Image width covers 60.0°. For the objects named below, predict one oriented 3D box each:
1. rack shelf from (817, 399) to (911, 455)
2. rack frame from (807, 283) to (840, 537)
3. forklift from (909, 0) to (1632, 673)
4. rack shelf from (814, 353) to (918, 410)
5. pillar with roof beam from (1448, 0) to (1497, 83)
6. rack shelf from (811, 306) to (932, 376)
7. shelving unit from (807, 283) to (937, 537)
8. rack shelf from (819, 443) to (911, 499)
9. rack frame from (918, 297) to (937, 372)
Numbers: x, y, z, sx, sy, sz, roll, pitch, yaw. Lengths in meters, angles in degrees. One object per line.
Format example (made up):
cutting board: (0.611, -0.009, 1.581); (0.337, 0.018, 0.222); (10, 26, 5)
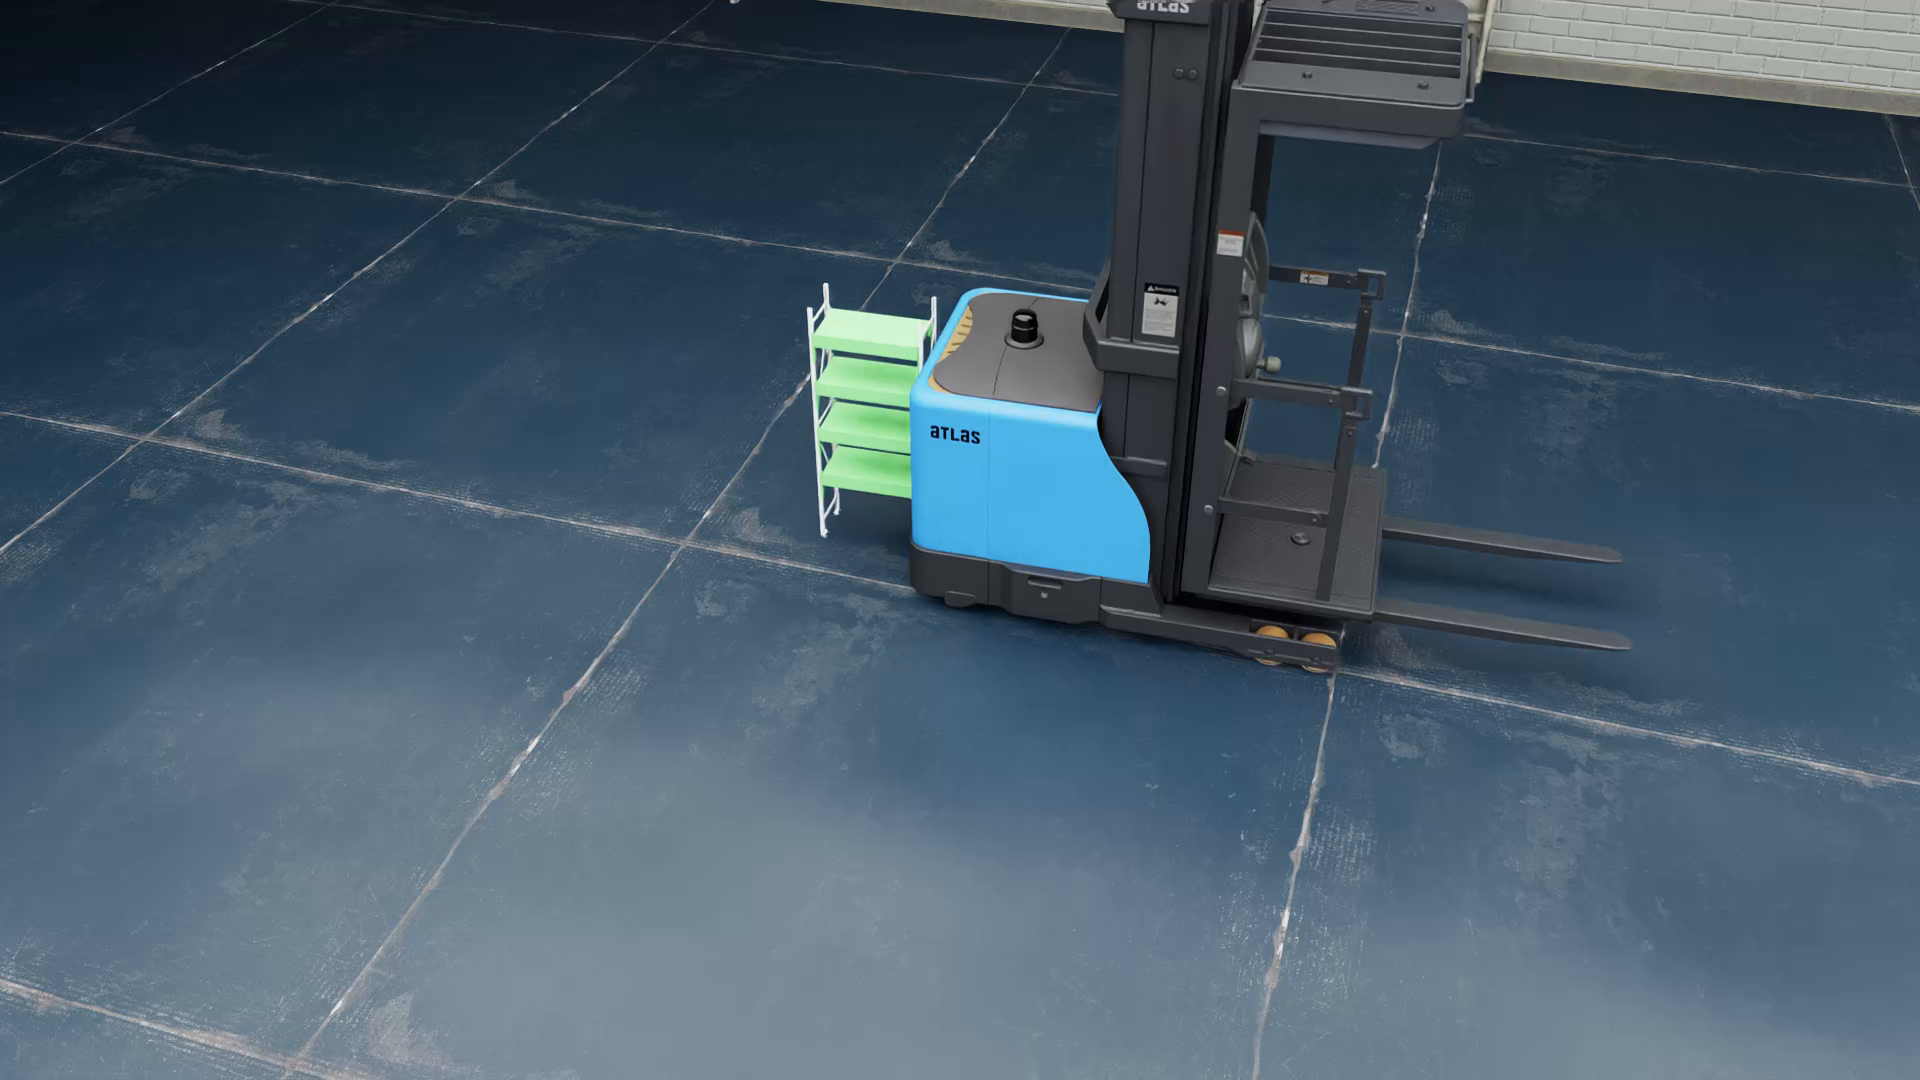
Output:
rack shelf: (-0.375, -0.478, 7.495); (0.480, 0.148, 0.258); (9, 37, 12)
rack frame: (-0.611, -0.566, 7.506); (0.015, 1.200, 0.240); (9, 37, 12)
forklift: (1.353, -0.973, 6.599); (3.031, 2.935, 1.130); (9, 37, 12)
rack shelf: (-0.375, -0.671, 7.353); (0.480, 0.148, 0.258); (9, 37, 12)
pillar with roof beam: (2.441, -4.703, 6.549); (0.400, 9.000, 9.100); (10, 38, 14)
rack shelf: (-0.375, -0.865, 7.211); (0.480, 0.148, 0.258); (9, 37, 12)
shelving unit: (-0.375, -0.530, 7.457); (0.503, 1.200, 0.258); (9, 37, 12)
rack shelf: (-0.375, -0.285, 7.637); (0.480, 0.148, 0.258); (9, 37, 12)
rack frame: (-0.139, -0.493, 7.408); (0.015, 1.200, 0.240); (9, 37, 12)
